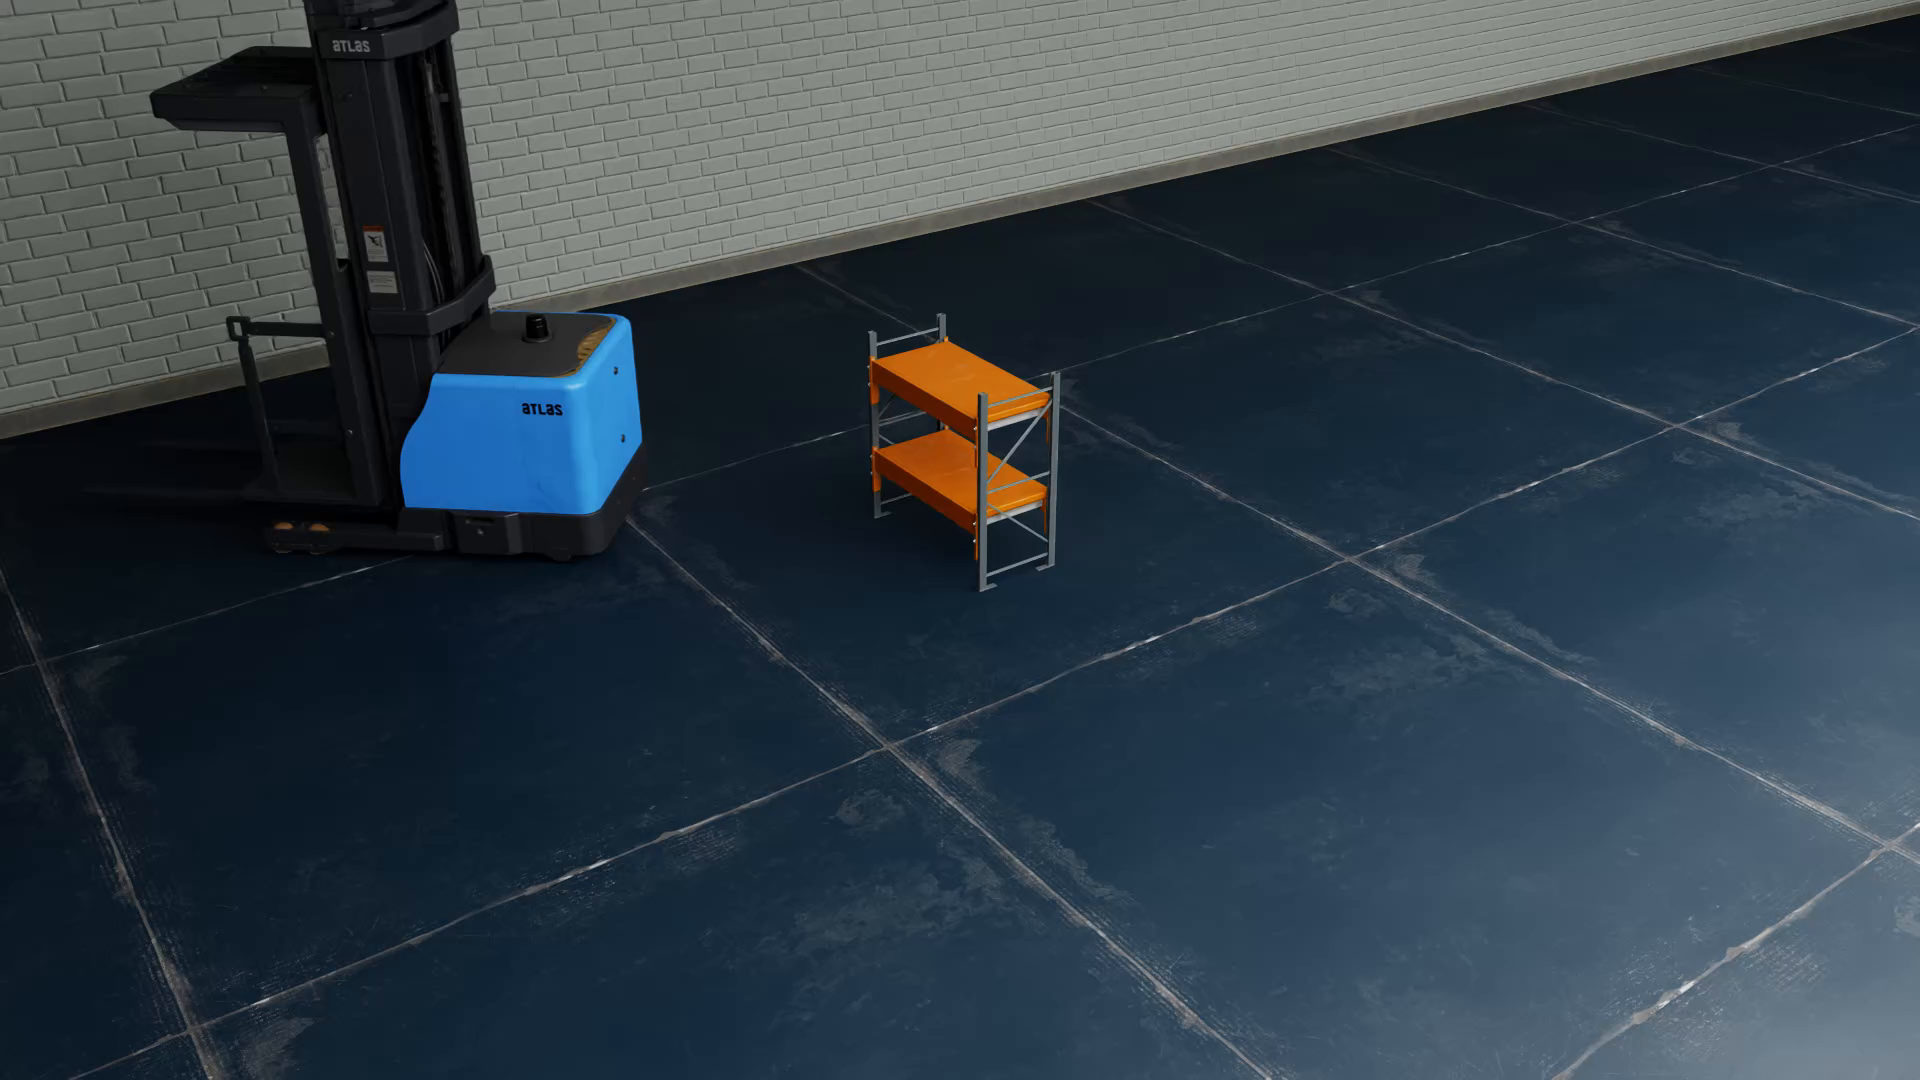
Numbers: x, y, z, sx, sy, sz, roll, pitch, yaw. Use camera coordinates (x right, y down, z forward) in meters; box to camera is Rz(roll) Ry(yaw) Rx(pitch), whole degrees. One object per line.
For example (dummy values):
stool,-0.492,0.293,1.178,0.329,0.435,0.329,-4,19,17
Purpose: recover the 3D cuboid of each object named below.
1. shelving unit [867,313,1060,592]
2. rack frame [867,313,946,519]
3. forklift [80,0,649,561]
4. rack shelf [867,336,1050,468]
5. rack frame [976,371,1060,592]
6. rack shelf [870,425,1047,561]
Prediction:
shelving unit,0.004,-0.492,8.977,0.538,1.125,1.048,-19,34,-31
rack frame,-0.291,-0.689,9.341,0.500,1.125,0.032,-19,34,-31
forklift,-3.379,-1.454,8.857,3.031,2.935,1.130,3,29,5
rack shelf,0.004,-0.749,8.837,0.538,0.278,1.000,-19,34,-31
rack frame,0.299,-0.294,8.613,0.500,1.125,0.032,-19,34,-31
rack shelf,0.004,-0.277,9.093,0.538,0.278,1.000,-19,34,-31
